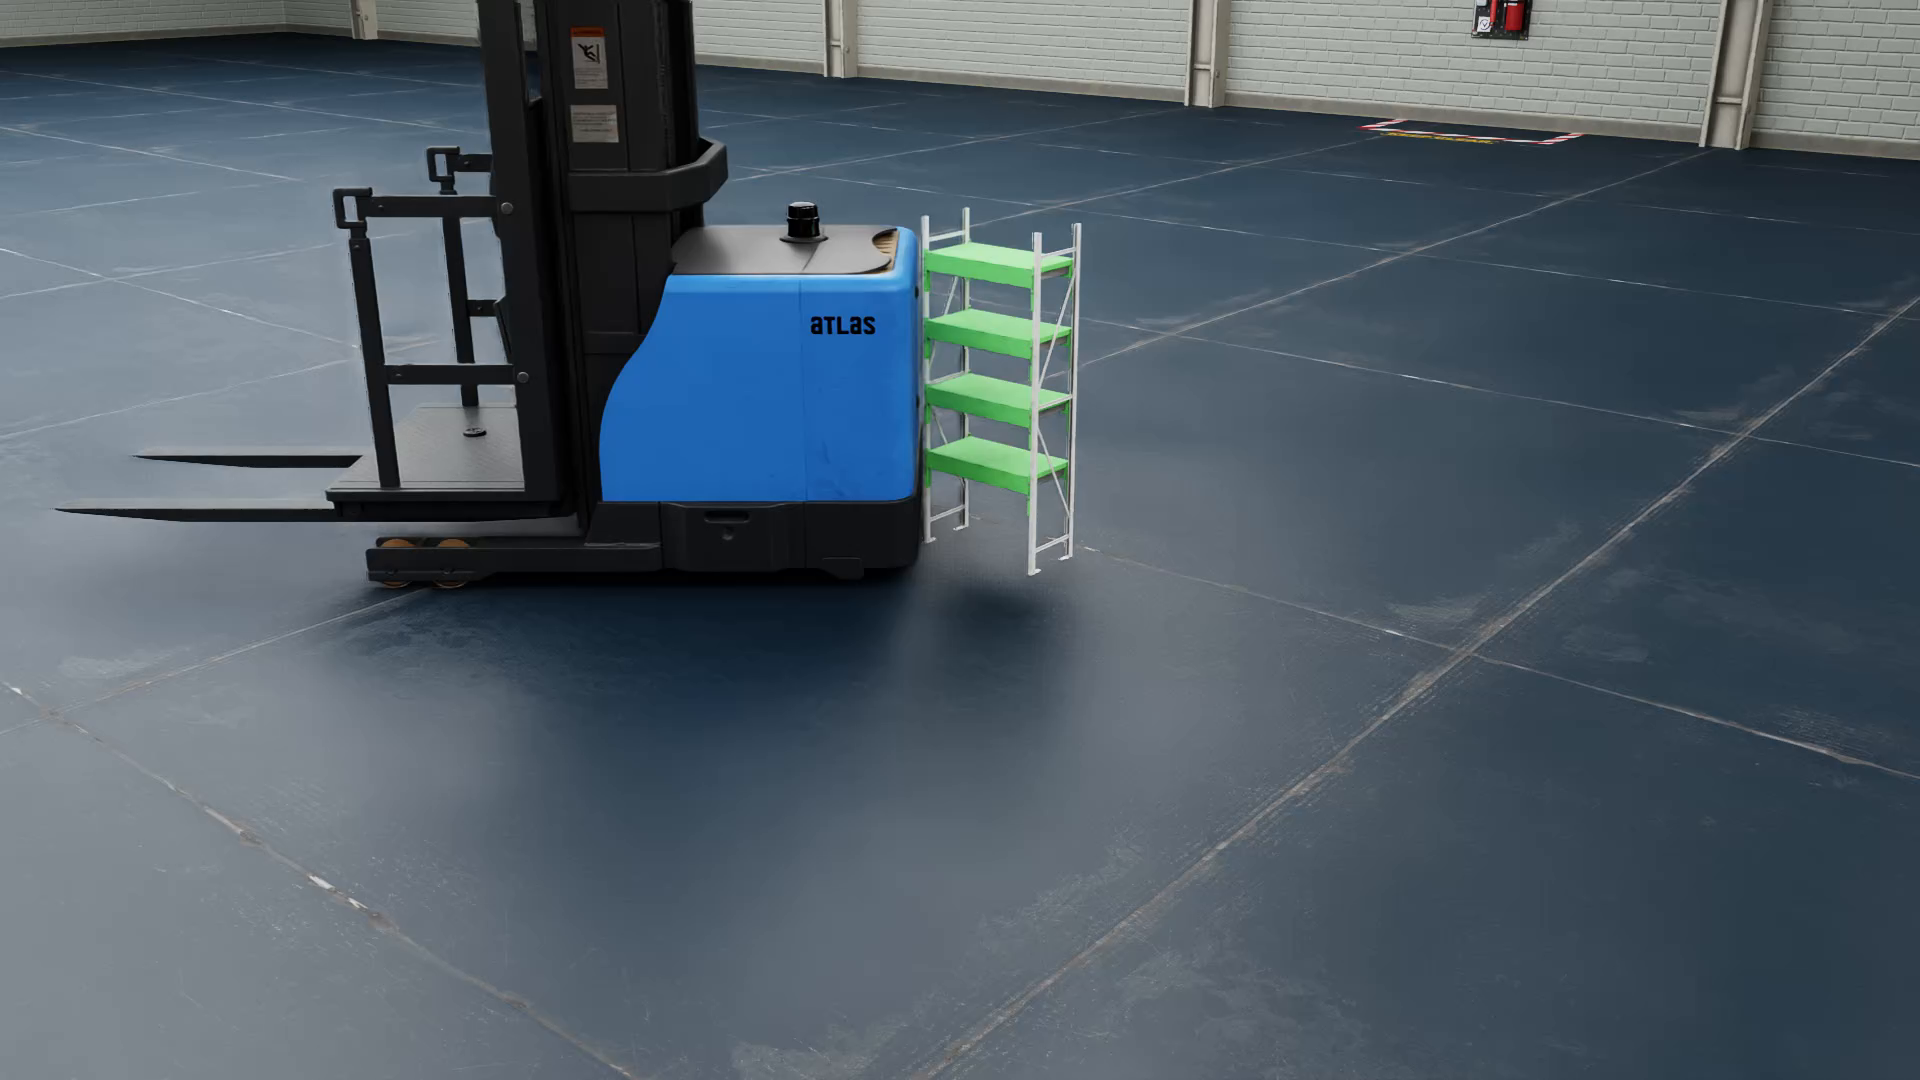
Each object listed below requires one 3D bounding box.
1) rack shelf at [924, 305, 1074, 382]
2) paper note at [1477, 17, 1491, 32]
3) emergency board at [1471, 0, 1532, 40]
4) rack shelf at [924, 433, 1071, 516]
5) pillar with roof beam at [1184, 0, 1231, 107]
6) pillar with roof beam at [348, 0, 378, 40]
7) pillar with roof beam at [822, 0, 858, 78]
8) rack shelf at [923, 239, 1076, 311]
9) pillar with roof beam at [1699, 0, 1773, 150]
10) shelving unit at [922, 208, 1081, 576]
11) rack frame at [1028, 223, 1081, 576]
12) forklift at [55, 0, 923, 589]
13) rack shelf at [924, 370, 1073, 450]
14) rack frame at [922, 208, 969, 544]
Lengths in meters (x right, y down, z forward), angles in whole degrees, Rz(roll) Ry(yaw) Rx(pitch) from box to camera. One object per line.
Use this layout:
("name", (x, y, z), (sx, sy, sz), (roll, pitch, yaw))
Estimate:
("rack shelf", (0.137, -0.690, 5.797), (0.480, 0.148, 0.258), (17, 26, 37))
("paper note", (5.624, -5.530, 17.829), (0.142, 0.148, 0.016), (16, 26, 36))
("emergency board", (5.718, -5.884, 17.519), (0.643, 1.169, 0.194), (16, 26, 36))
("rack shelf", (0.136, -0.241, 5.967), (0.480, 0.148, 0.258), (17, 26, 37))
("pillar with roof beam", (0.238, -8.291, 15.400), (0.400, 9.000, 9.100), (16, 26, 36))
("pillar with roof beam", (-13.707, -12.307, 26.049), (0.400, 9.000, 9.100), (16, 26, 36))
("pillar with roof beam", (-4.411, -9.629, 18.950), (0.400, 9.000, 9.100), (16, 26, 36))
("rack shelf", (0.137, -0.915, 5.712), (0.480, 0.148, 0.258), (17, 26, 37))
("pillar with roof beam", (4.886, -6.952, 11.850), (0.400, 9.000, 9.100), (16, 26, 36))
("shelving unit", (0.137, -0.525, 5.859), (0.503, 1.200, 0.258), (17, 26, 37))
("rack frame", (0.324, -0.470, 5.713), (0.015, 1.200, 0.240), (17, 26, 37))
("forklift", (-1.663, -1.391, 5.703), (3.031, 2.935, 1.130), (0, 21, 0))
("rack shelf", (0.137, -0.466, 5.882), (0.480, 0.148, 0.258), (17, 26, 37))
("rack frame", (-0.050, -0.581, 6.006), (0.015, 1.200, 0.240), (17, 26, 37))
